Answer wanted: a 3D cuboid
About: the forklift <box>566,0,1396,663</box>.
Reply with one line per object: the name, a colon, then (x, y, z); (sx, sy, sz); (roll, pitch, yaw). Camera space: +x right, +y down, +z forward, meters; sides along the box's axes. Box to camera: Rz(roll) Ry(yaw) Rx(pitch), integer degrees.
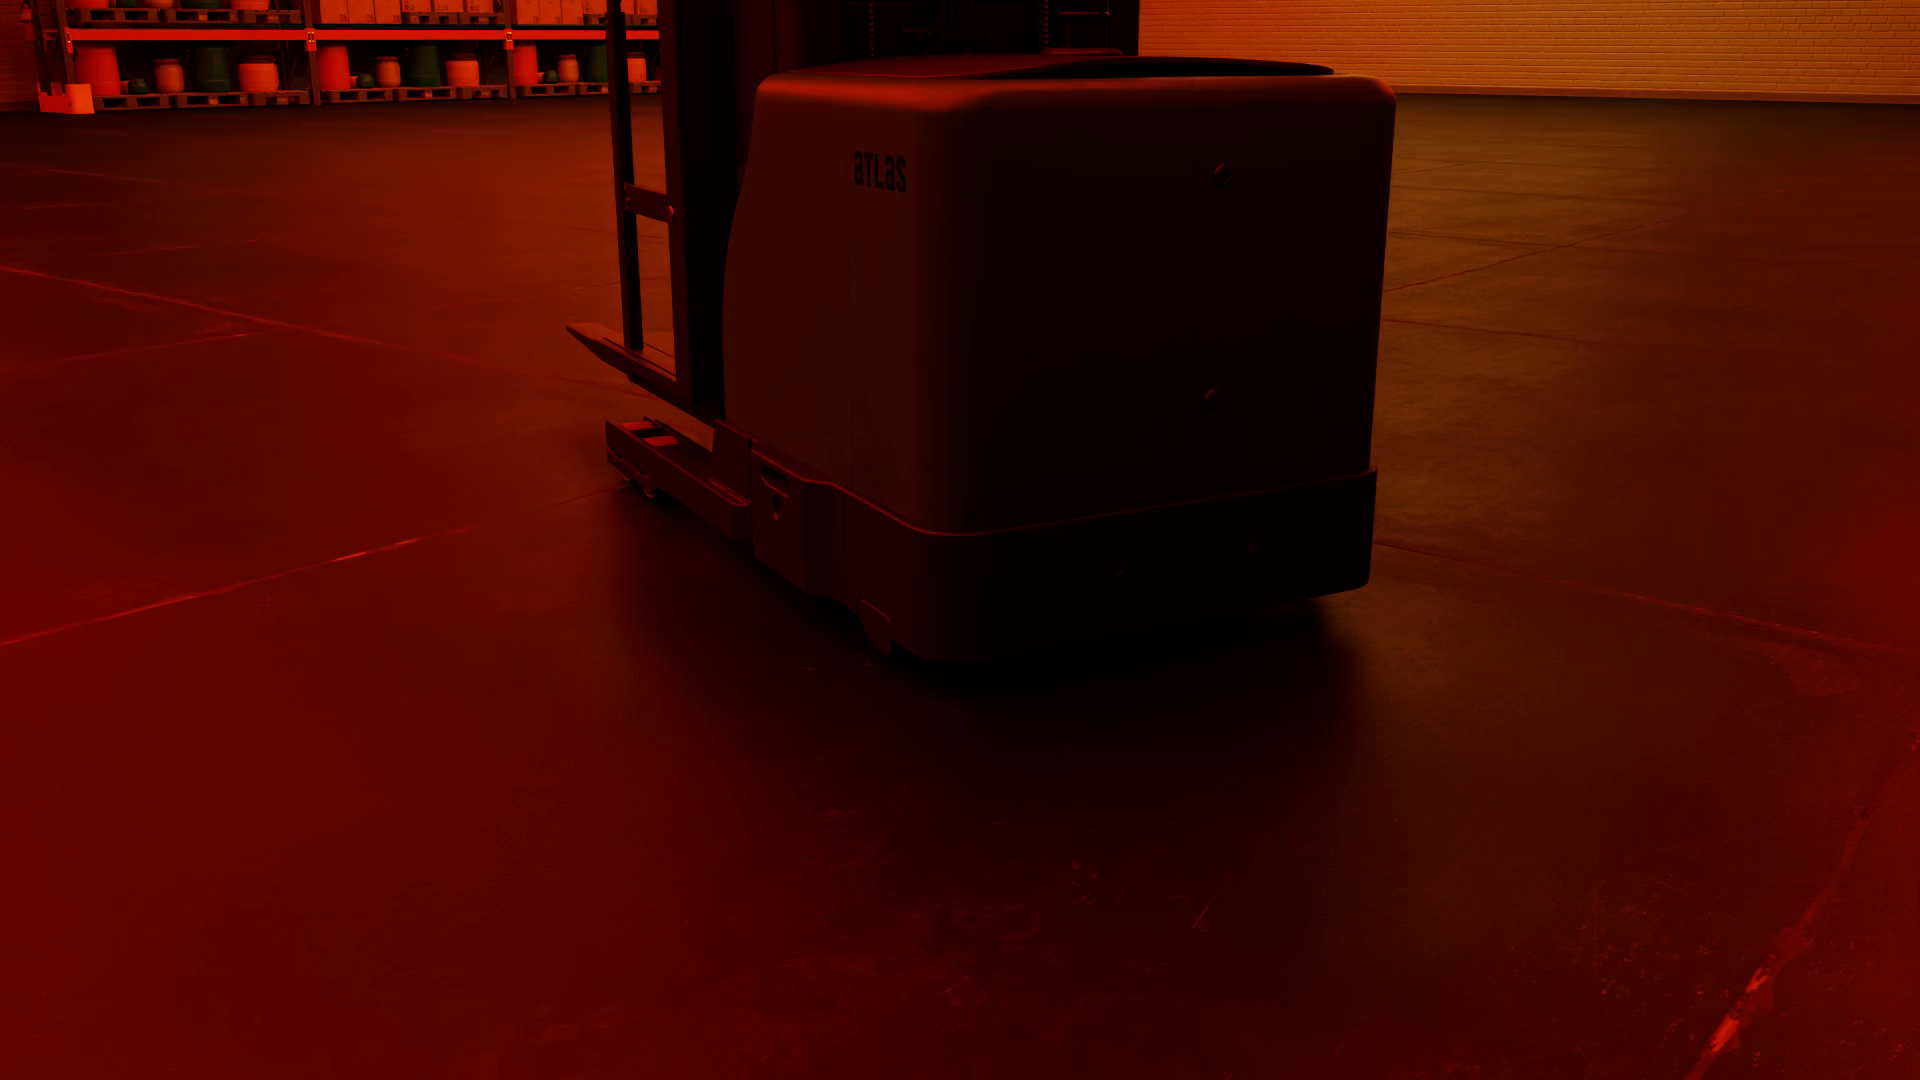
forklift: (-0.294, -1.562, 4.042); (1.130, 2.935, 3.031); (-9, 19, -27)
